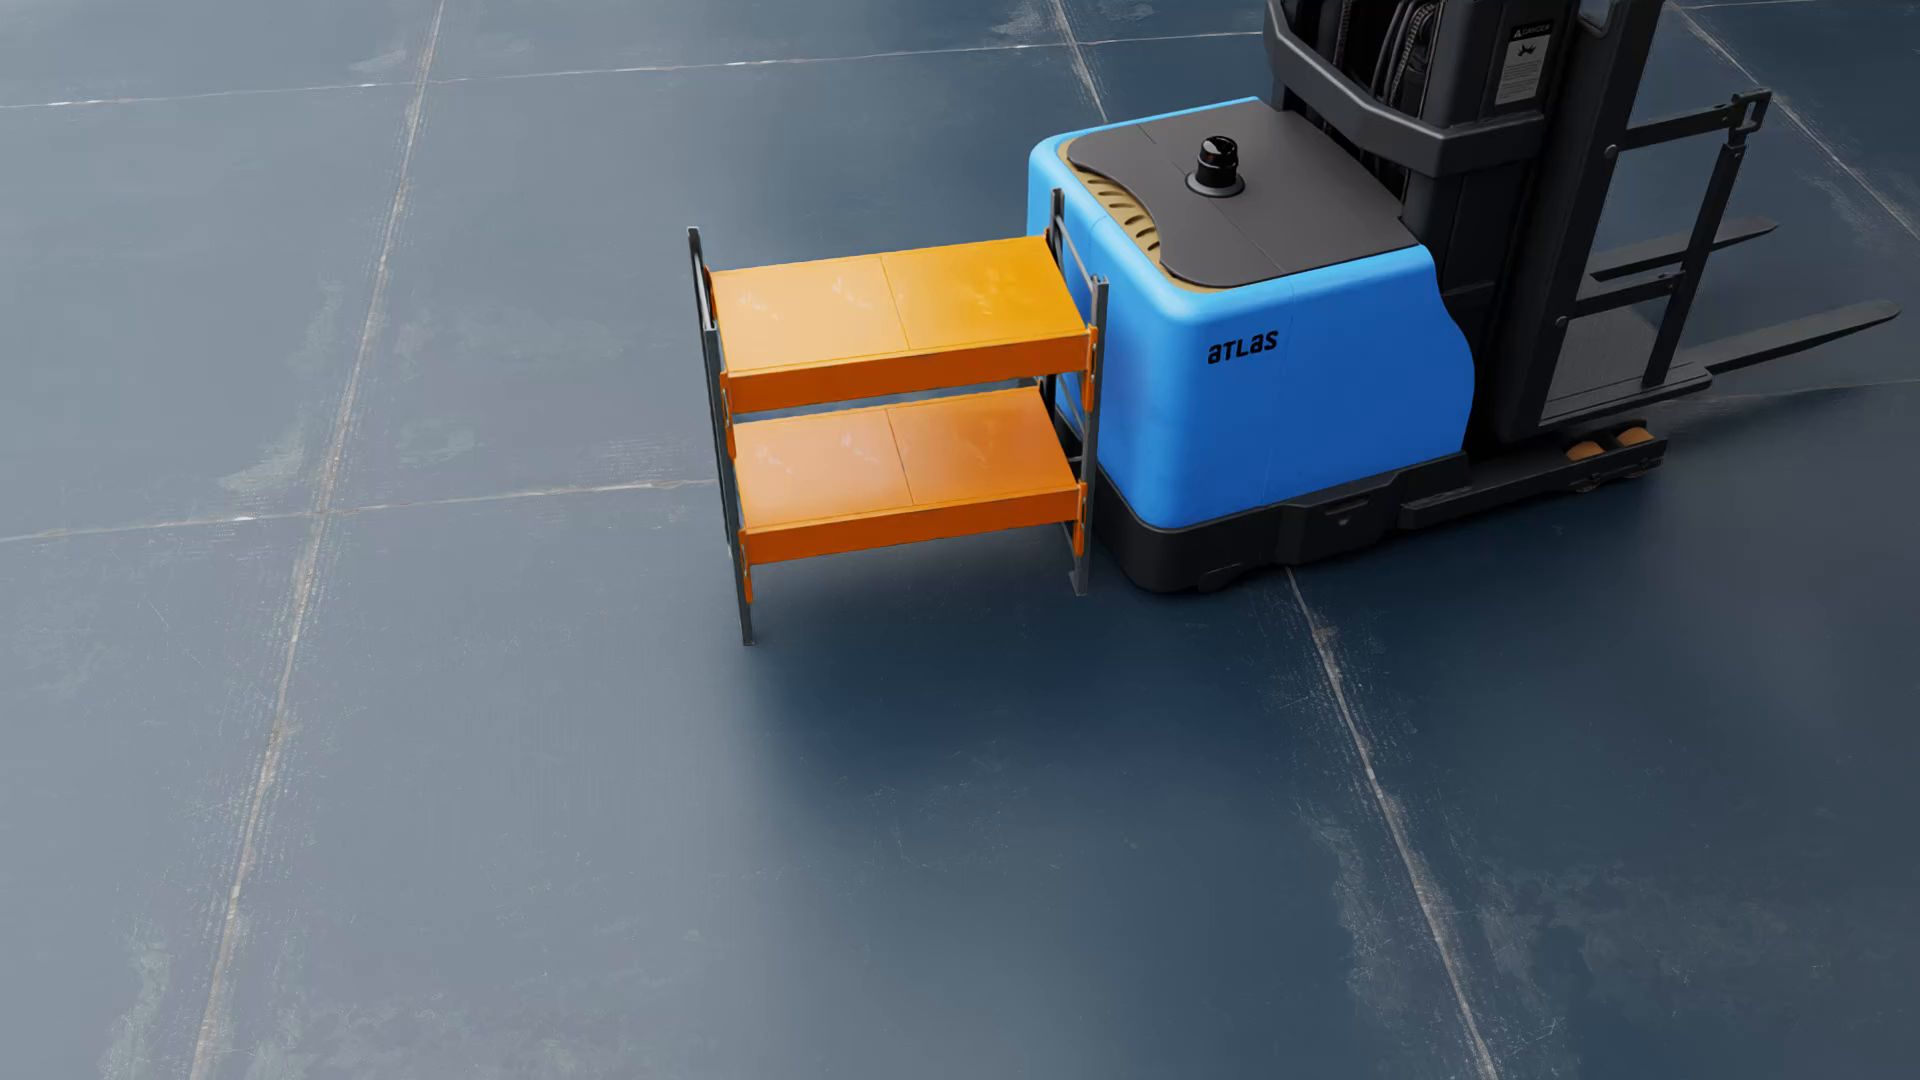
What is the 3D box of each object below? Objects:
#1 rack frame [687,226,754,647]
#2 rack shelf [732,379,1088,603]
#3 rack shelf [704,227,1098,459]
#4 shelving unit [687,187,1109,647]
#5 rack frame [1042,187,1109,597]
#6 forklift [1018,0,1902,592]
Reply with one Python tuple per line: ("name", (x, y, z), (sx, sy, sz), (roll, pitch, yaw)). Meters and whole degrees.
("rack frame", (-0.674, -0.269, 4.708), (0.032, 1.125, 0.500), (-8, 43, -9))
("rack shelf", (-0.177, -0.157, 4.949), (1.000, 0.278, 0.538), (-8, 43, -9))
("rack shelf", (-0.177, -0.556, 4.590), (1.000, 0.278, 0.538), (-8, 43, -9))
("shelving unit", (-0.177, -0.339, 4.786), (1.048, 1.125, 0.538), (-8, 43, -9))
("rack frame", (0.320, -0.409, 4.863), (0.032, 1.125, 0.500), (-8, 43, -9))
("forklift", (1.763, -1.558, 4.789), (3.031, 2.935, 1.130), (-15, 44, -16))
